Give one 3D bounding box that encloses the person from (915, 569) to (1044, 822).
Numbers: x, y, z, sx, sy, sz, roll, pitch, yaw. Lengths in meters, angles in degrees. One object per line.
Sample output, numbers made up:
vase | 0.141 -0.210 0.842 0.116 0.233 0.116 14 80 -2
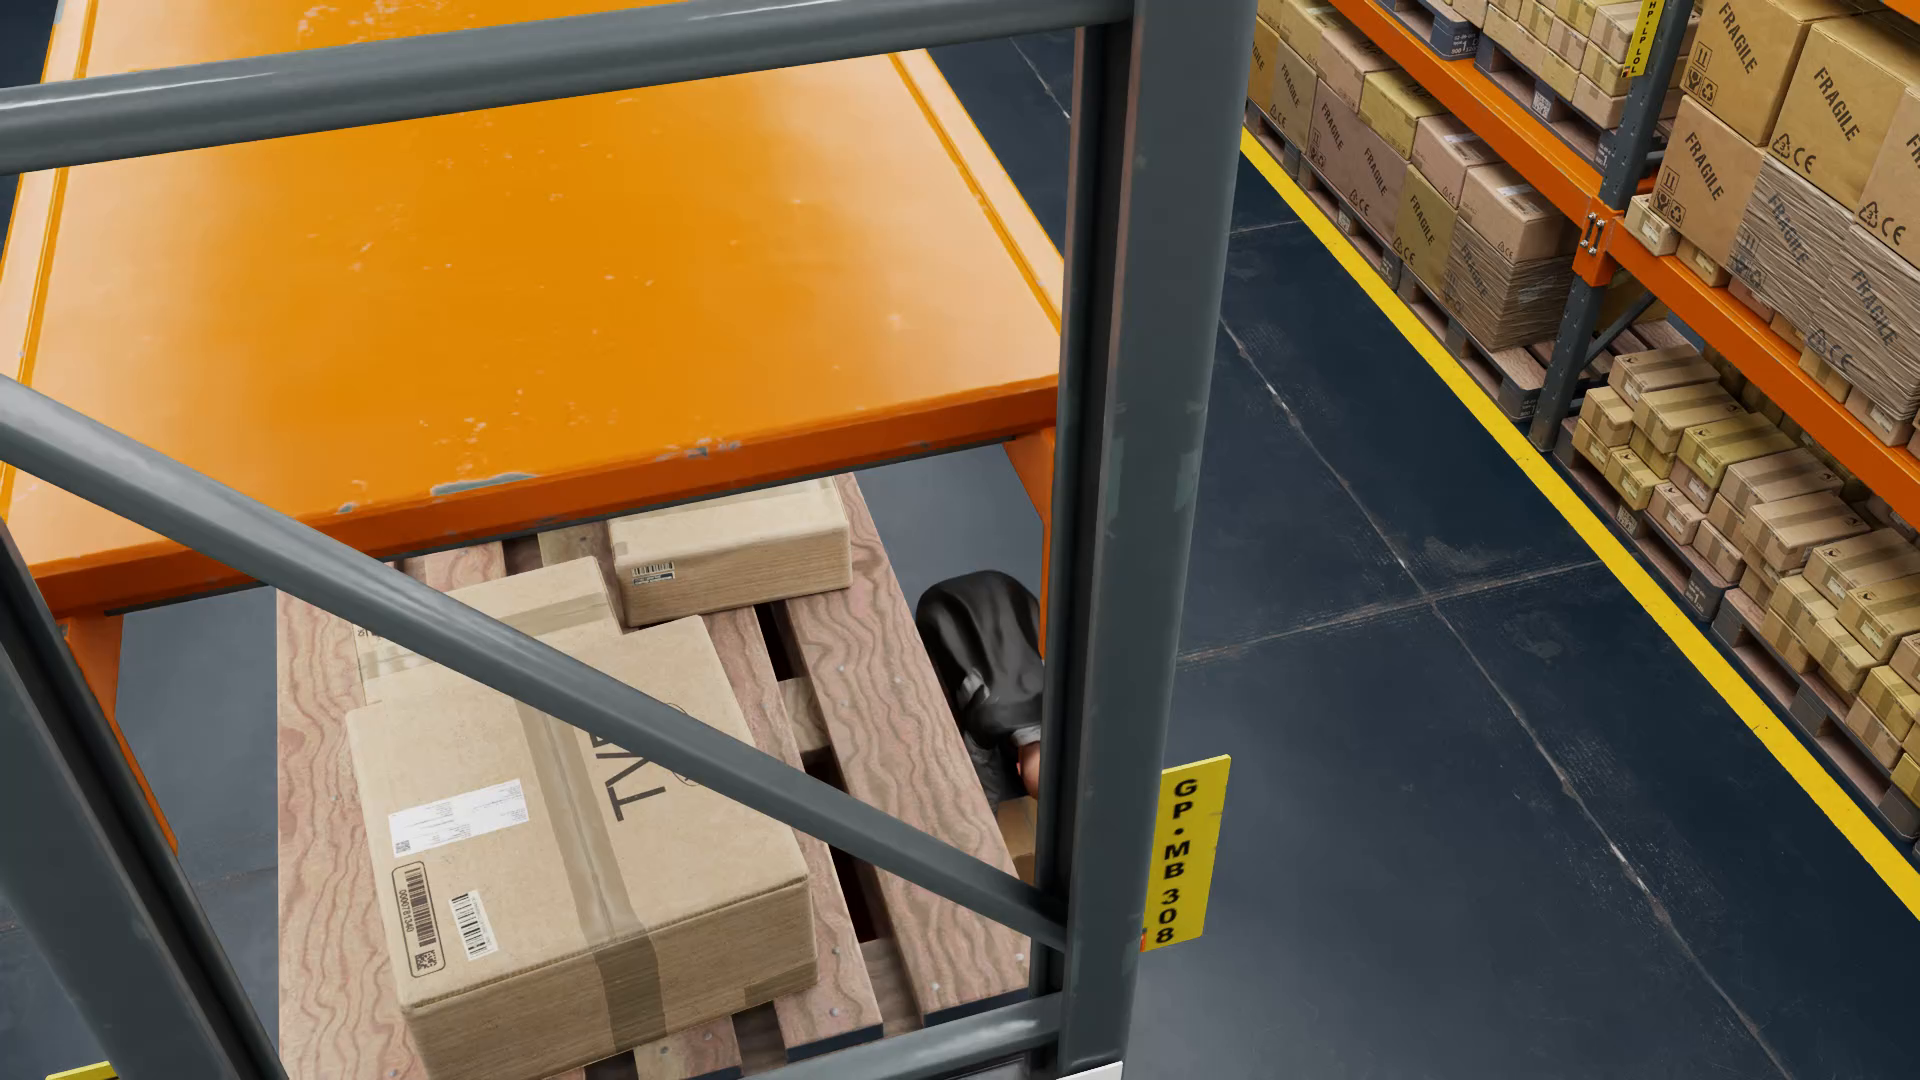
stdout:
person | 0.162 0.666 6.039 0.519 0.922 0.947 -13 44 -14
